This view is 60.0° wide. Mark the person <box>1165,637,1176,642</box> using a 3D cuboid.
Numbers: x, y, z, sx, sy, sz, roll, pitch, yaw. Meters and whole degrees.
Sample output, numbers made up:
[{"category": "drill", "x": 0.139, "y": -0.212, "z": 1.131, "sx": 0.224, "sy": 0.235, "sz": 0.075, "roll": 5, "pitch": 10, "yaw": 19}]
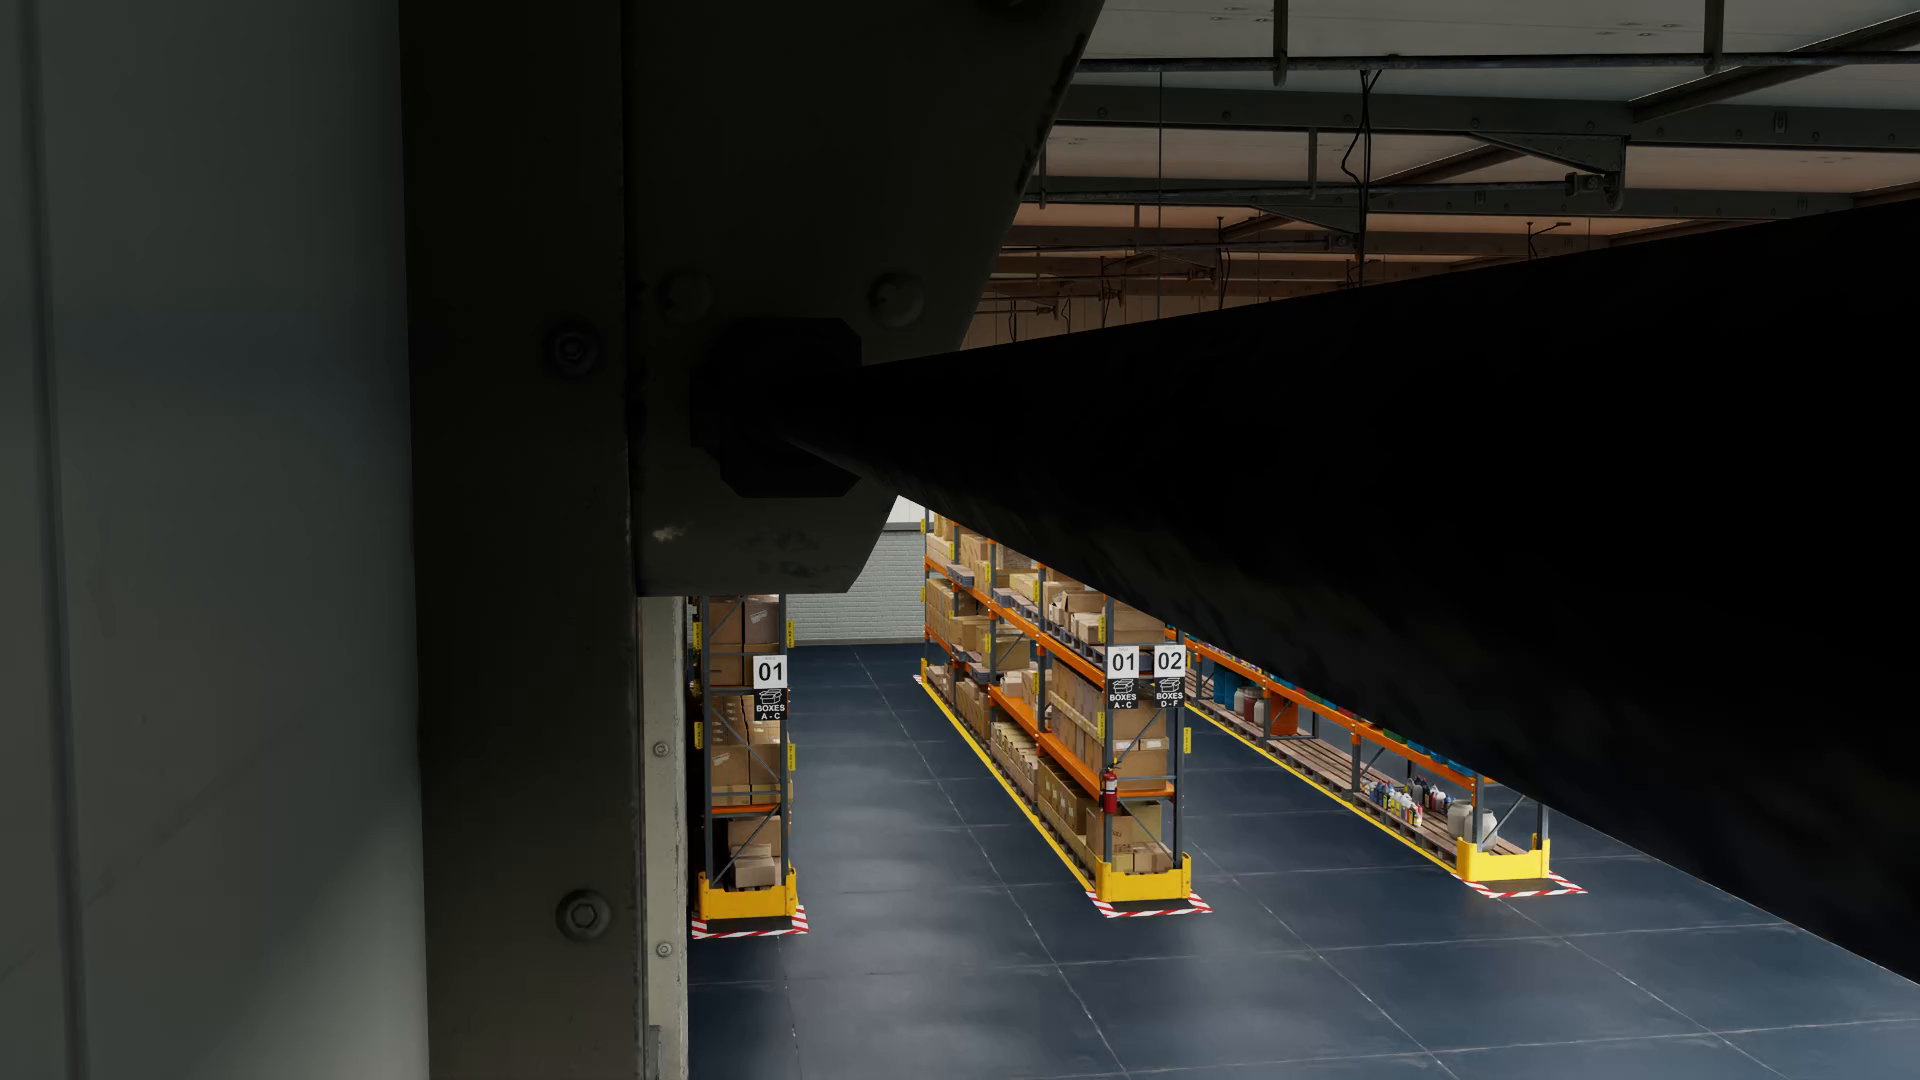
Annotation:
[{"category": "person", "x": 4.995, "y": 2.015, "z": 39.546, "sx": 0.766, "sy": 1.644, "sz": 0.683, "roll": 2, "pitch": 6, "yaw": 25}]
